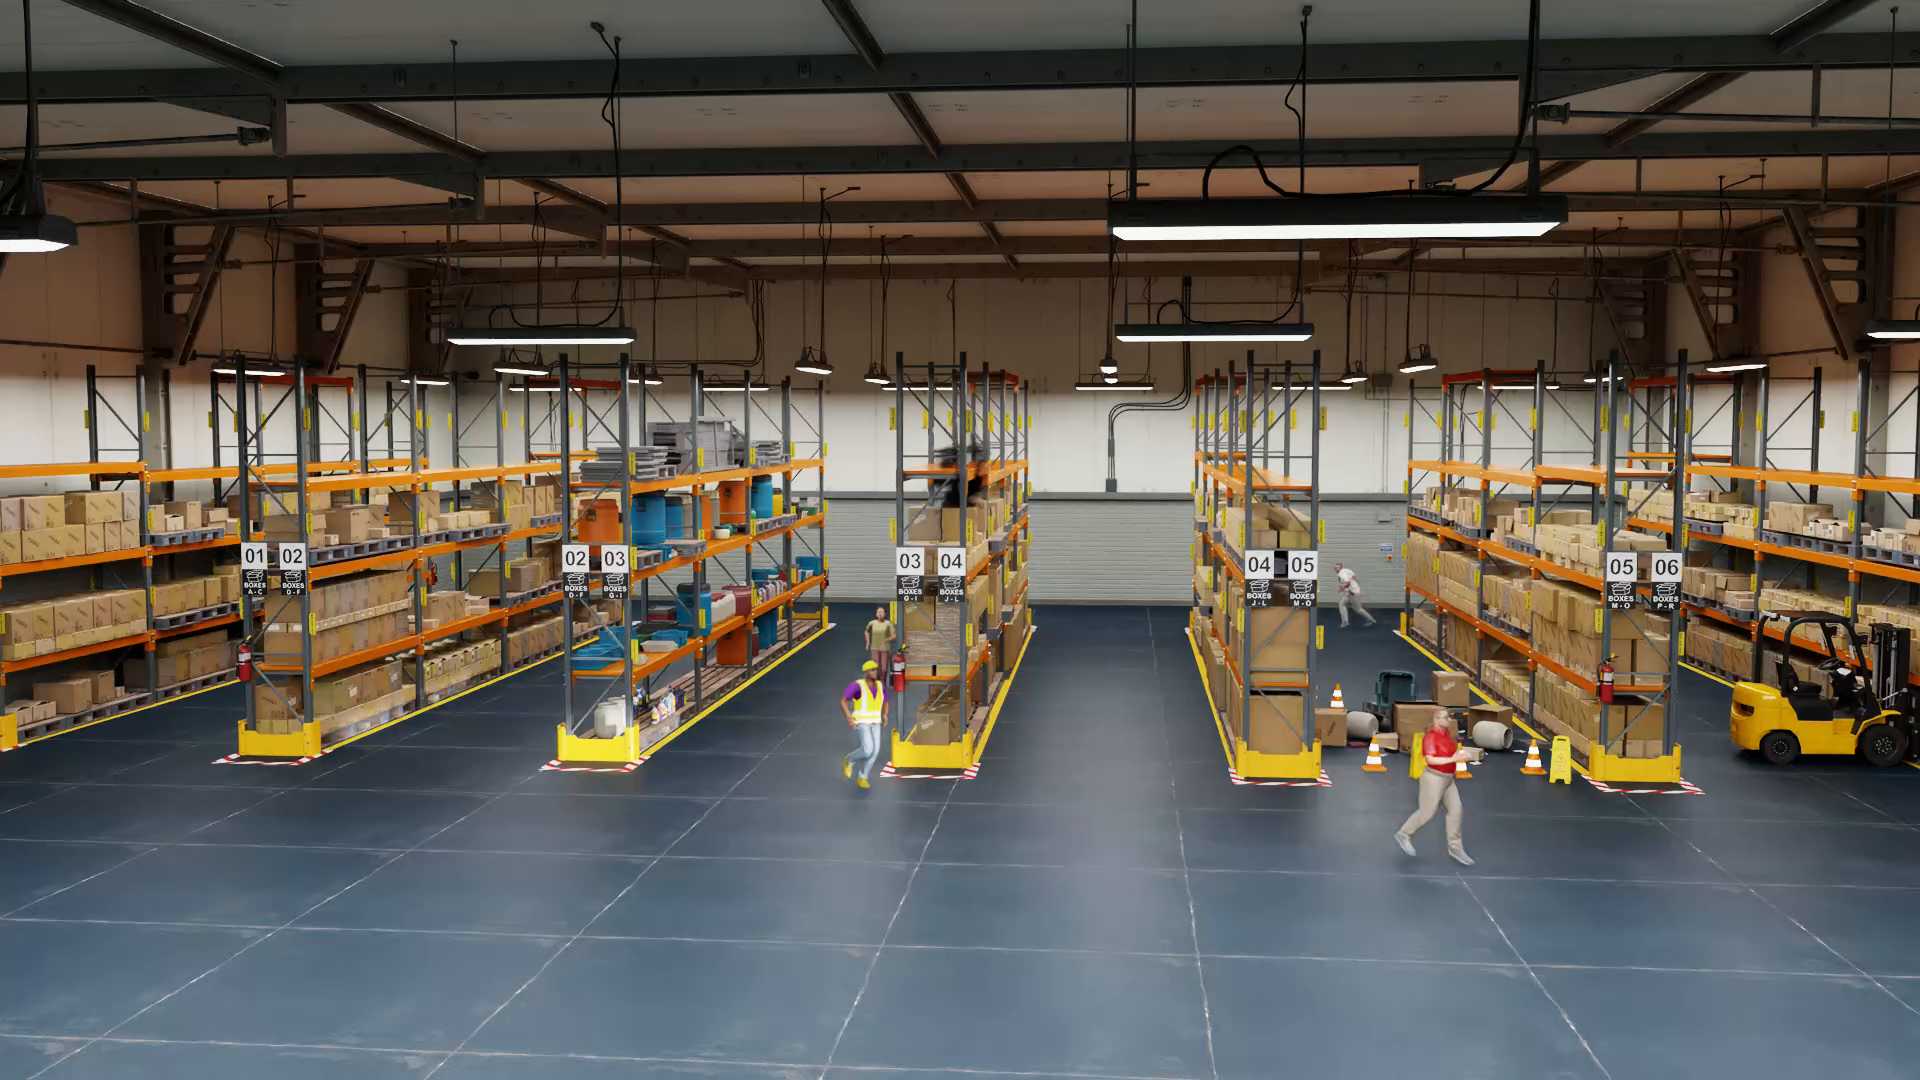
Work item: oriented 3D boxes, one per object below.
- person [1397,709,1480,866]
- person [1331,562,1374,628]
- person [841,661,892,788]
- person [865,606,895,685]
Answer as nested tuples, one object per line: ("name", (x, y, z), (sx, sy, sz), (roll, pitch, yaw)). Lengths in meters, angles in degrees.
("person", (5.451, 2.776, 18.895), (0.945, 1.739, 0.683), (4, 5, 42))
("person", (9.540, 1.364, 40.415), (1.045, 1.642, 0.663), (1, 4, 14))
("person", (-1.213, 2.536, 22.904), (0.727, 1.729, 0.505), (-4, 5, -41))
("person", (-1.462, 2.013, 30.323), (0.557, 1.632, 0.607), (0, 4, -2))
